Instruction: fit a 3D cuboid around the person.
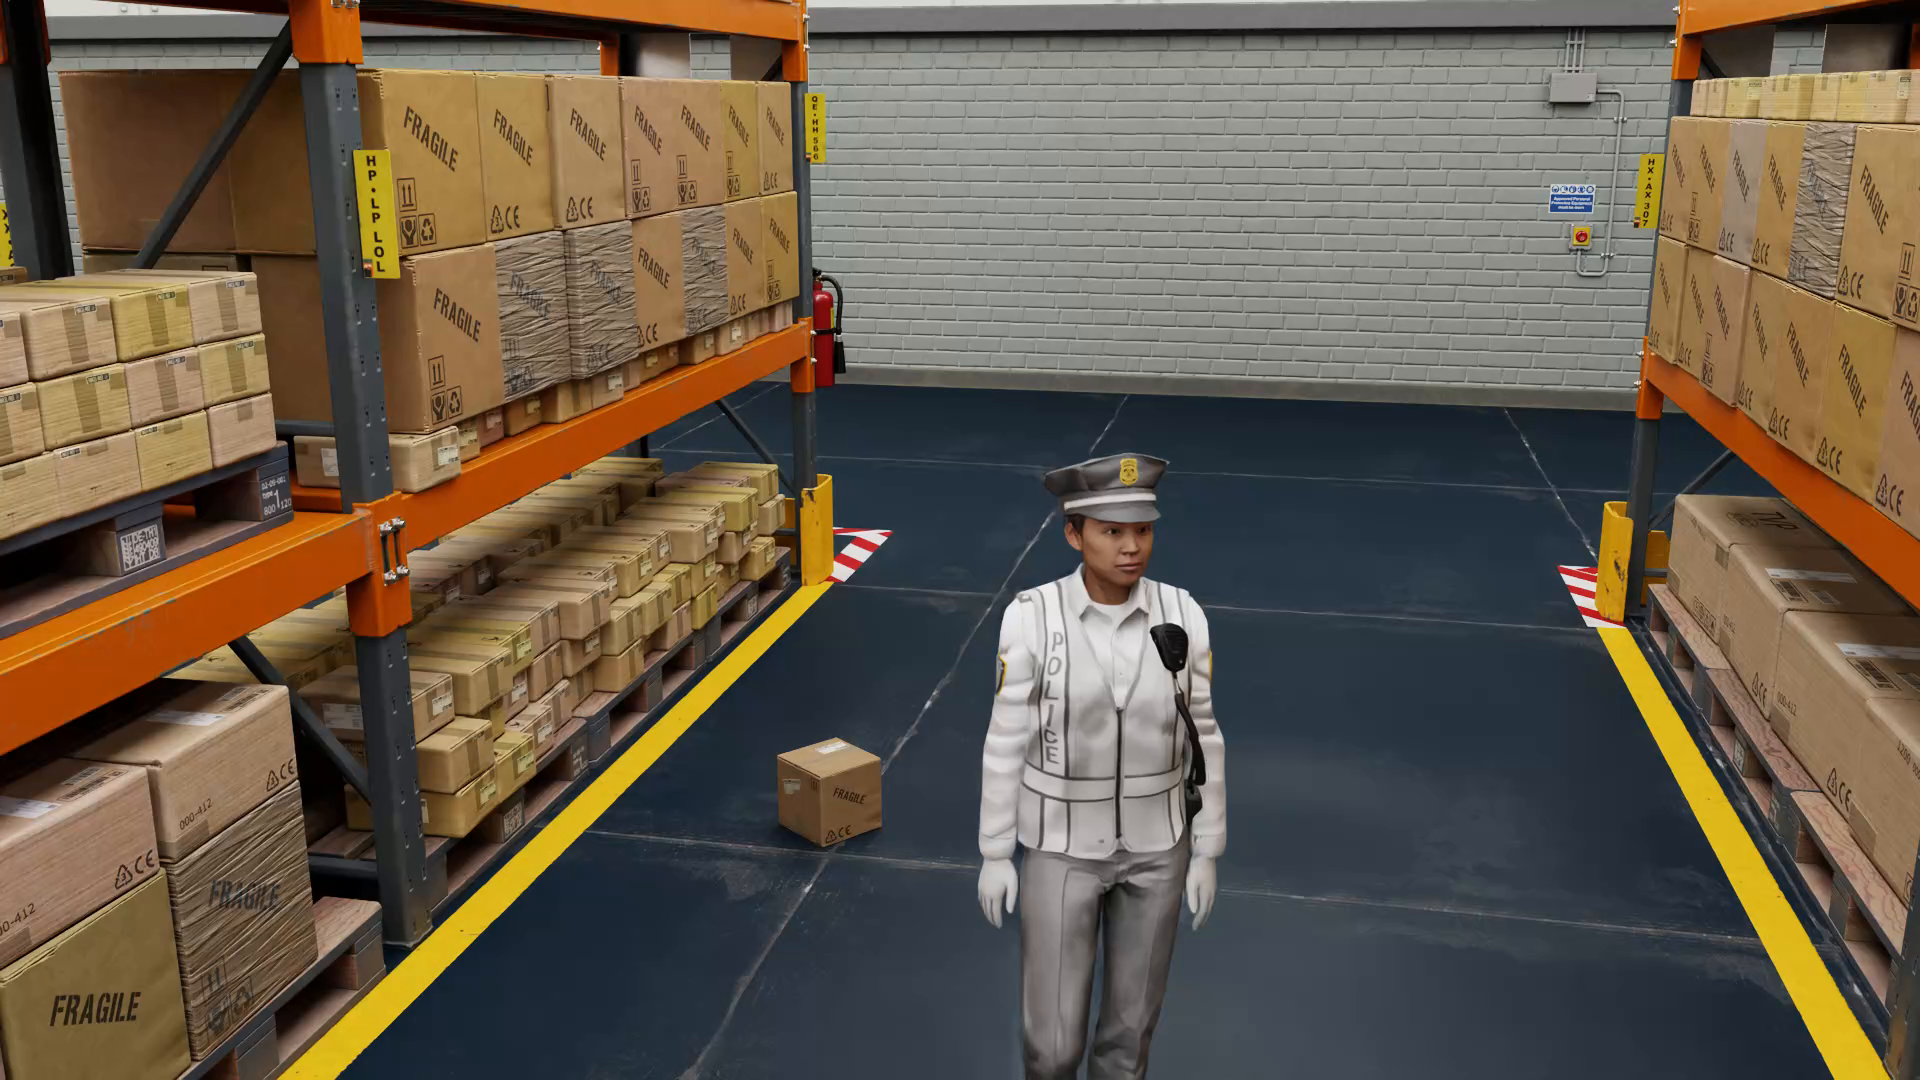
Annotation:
[{"bbox_3d":[0.301,0.643,3.406,0.514,1.684,0.433,-2,15,-9],"label":"person"}]
